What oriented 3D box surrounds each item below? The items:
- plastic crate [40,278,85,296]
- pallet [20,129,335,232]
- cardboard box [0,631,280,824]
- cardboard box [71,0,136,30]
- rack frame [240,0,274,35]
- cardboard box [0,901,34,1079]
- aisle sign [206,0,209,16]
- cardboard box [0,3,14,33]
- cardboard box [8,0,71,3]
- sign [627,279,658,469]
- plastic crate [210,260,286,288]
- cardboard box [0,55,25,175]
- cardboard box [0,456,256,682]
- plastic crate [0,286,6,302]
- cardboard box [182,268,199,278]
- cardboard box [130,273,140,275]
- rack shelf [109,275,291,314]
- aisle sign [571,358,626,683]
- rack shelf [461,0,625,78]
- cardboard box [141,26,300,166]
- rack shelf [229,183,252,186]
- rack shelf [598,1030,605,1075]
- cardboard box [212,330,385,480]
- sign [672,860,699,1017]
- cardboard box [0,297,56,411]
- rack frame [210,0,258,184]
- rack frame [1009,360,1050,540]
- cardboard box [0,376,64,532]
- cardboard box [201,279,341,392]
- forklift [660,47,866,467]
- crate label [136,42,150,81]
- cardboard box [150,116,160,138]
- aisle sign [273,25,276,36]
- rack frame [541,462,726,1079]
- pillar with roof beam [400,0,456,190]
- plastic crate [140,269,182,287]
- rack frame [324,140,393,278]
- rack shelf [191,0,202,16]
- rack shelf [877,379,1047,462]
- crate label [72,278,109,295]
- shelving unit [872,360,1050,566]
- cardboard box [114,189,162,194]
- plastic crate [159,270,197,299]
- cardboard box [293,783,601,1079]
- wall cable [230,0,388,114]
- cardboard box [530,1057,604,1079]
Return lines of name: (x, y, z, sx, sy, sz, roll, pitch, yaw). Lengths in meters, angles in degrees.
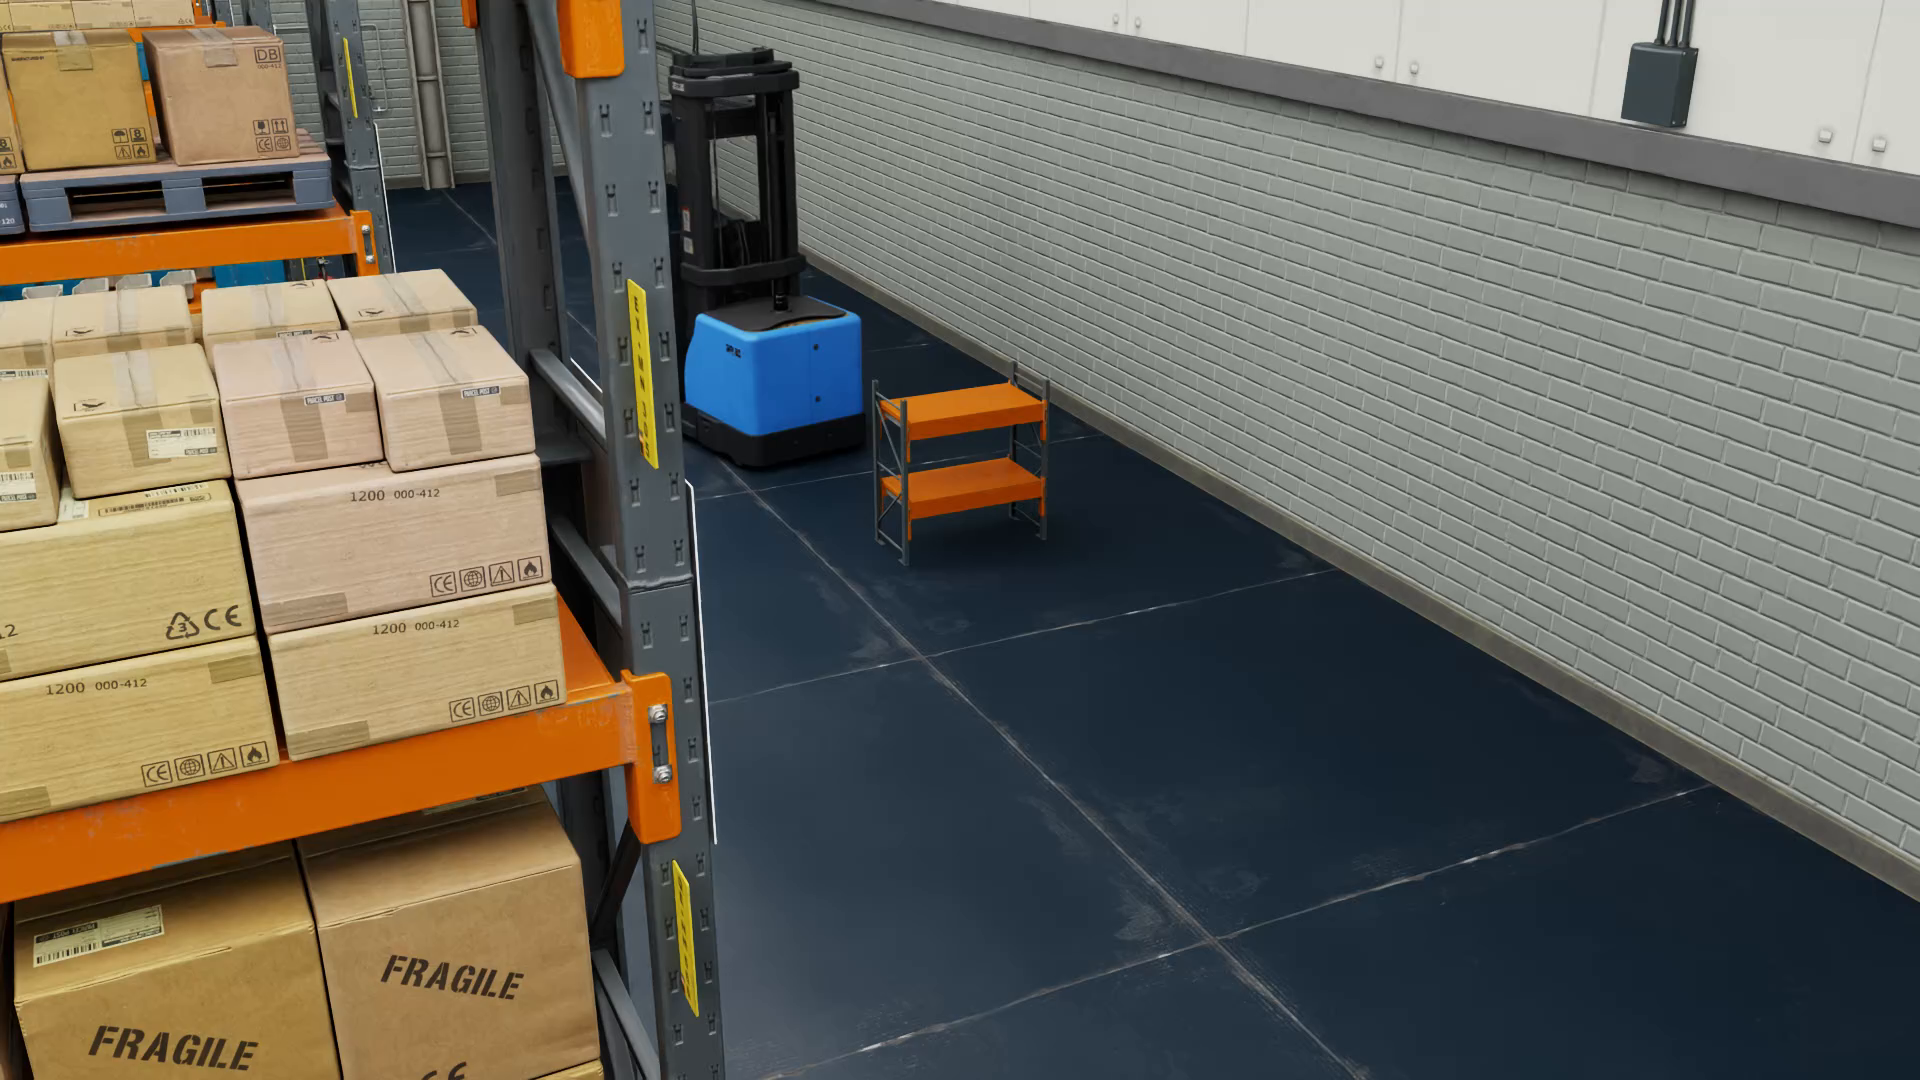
plastic crate: (-6.547, -1.931, 12.133, 0.300, 0.233, 0.416, -10, 25, -24)
pallet: (-3.511, -1.638, 7.478, 1.213, 0.211, 1.003, -10, 25, -24)
cardboard box: (-1.538, 0.244, 3.013, 0.500, 0.250, 0.500, -10, 25, -24)
cardboard box: (-7.944, -4.895, 15.428, 0.500, 0.250, 0.500, -10, 25, -24)
rack frame: (-4.995, -4.898, 11.317, 0.127, 3.000, 1.000, -10, 25, -24)
cardboard box: (-2.012, 0.996, 3.094, 0.500, 0.500, 0.500, -9, 24, -21)
aisle sign: (-9.097, -6.650, 19.994, 0.004, 0.787, 0.394, -10, 25, -24)
cardboard box: (-8.846, -4.730, 15.030, 0.500, 0.250, 0.500, -10, 25, -24)
cardboard box: (-8.395, -5.044, 15.133, 0.500, 0.250, 0.500, -10, 25, -24)
sign: (-0.564, -0.294, 2.958, 0.005, 0.325, 0.100, -10, 25, -24)
plastic crate: (-5.216, -2.050, 12.157, 0.499, 0.435, 0.616, -10, 25, -24)
cardboard box: (-4.296, -1.833, 7.023, 0.500, 0.500, 0.700, -12, 25, -27)
cardboard box: (-1.552, 0.009, 2.928, 0.500, 0.250, 0.500, -11, 25, -25)
plastic crate: (-6.734, -1.647, 11.449, 0.300, 0.233, 0.416, -10, 25, -24)
cardboard box: (-7.523, -2.707, 16.561, 0.500, 0.500, 0.500, -10, 25, -24)
cardboard box: (-8.203, -2.691, 16.850, 0.500, 0.250, 0.500, -10, 25, -24)
rack shelf: (-6.797, -1.462, 11.801, 4.000, 0.370, 1.077, -10, 25, -24)
aisle sign: (-0.851, -0.010, 3.953, 0.004, 0.787, 0.394, -10, 25, -24)
rack shelf: (-2.589, -0.799, 2.360, 4.000, 0.370, 1.077, -10, 25, -24)
cardboard box: (-3.292, -1.987, 7.396, 0.500, 0.500, 0.700, -12, 25, -27)
rack shelf: (-8.942, -3.170, 15.926, 4.000, 0.370, 1.077, -10, 25, -24)
rack shelf: (-2.589, 1.971, 3.507, 4.000, 0.370, 1.077, -10, 25, -24)
cardboard box: (-1.214, -0.254, 3.041, 0.250, 0.149, 0.380, -10, 25, -23)
sign: (-0.564, 0.820, 3.419, 0.005, 0.325, 0.100, -10, 25, -24)
cardboard box: (-1.910, -0.354, 3.282, 0.250, 0.149, 0.380, -10, 25, -23)
rack frame: (-7.140, -3.834, 16.590, 0.127, 3.000, 1.000, -10, 25, -24)
rack frame: (0.464, -0.605, 11.241, 0.032, 1.125, 0.500, -10, 25, -24)
cardboard box: (-1.646, -0.137, 2.759, 0.250, 0.149, 0.380, -10, 25, -23)
cardboard box: (-1.415, -0.414, 3.427, 0.250, 0.149, 0.380, -9, 24, -21)
forklift: (-2.006, -2.403, 13.223, 1.130, 2.935, 3.031, -16, 27, -33)
crate label: (-5.966, -3.402, 11.818, 0.502, 0.251, 0.408, -10, 25, -24)
cardboard box: (-7.876, -4.089, 15.769, 0.500, 0.500, 0.500, -10, 24, -22)
aisle sign: (-4.803, -3.238, 11.752, 0.004, 0.787, 0.394, -10, 25, -24)
rack frame: (-0.787, 1.307, 4.171, 0.127, 3.000, 1.000, -10, 25, -24)
pillar with roof beam: (-5.367, -7.575, 17.783, 0.400, 9.000, 9.100, -10, 25, -24)
plastic crate: (-5.953, -2.040, 12.396, 0.300, 0.233, 0.416, -10, 25, -24)
rack frame: (-2.847, -0.419, 8.341, 0.127, 3.000, 1.000, -10, 25, -24)
rack shelf: (-11.094, -6.262, 19.475, 4.000, 0.370, 1.077, -10, 25, -24)
rack shelf: (0.006, -0.791, 10.926, 1.000, 0.278, 0.538, -10, 25, -24)
crate label: (-6.159, -1.737, 11.790, 0.243, 0.136, 0.396, -10, 25, -24)
shelving unit: (0.006, -0.521, 11.038, 1.048, 1.125, 0.538, -10, 25, -24)
cardboard box: (-7.891, -3.625, 15.954, 0.500, 0.500, 0.500, -10, 25, -23)
plastic crate: (-5.651, -1.834, 12.026, 0.243, 0.136, 0.396, -10, 25, -24)
cardboard box: (-1.091, 0.823, 3.513, 0.500, 0.500, 0.500, -11, 25, -25)
wall cable: (-8.548, -6.548, 21.819, 1.851, 1.984, 0.084, -10, 25, -24)
cardboard box: (-1.080, 1.286, 3.701, 0.500, 0.500, 0.500, -10, 24, -23)
